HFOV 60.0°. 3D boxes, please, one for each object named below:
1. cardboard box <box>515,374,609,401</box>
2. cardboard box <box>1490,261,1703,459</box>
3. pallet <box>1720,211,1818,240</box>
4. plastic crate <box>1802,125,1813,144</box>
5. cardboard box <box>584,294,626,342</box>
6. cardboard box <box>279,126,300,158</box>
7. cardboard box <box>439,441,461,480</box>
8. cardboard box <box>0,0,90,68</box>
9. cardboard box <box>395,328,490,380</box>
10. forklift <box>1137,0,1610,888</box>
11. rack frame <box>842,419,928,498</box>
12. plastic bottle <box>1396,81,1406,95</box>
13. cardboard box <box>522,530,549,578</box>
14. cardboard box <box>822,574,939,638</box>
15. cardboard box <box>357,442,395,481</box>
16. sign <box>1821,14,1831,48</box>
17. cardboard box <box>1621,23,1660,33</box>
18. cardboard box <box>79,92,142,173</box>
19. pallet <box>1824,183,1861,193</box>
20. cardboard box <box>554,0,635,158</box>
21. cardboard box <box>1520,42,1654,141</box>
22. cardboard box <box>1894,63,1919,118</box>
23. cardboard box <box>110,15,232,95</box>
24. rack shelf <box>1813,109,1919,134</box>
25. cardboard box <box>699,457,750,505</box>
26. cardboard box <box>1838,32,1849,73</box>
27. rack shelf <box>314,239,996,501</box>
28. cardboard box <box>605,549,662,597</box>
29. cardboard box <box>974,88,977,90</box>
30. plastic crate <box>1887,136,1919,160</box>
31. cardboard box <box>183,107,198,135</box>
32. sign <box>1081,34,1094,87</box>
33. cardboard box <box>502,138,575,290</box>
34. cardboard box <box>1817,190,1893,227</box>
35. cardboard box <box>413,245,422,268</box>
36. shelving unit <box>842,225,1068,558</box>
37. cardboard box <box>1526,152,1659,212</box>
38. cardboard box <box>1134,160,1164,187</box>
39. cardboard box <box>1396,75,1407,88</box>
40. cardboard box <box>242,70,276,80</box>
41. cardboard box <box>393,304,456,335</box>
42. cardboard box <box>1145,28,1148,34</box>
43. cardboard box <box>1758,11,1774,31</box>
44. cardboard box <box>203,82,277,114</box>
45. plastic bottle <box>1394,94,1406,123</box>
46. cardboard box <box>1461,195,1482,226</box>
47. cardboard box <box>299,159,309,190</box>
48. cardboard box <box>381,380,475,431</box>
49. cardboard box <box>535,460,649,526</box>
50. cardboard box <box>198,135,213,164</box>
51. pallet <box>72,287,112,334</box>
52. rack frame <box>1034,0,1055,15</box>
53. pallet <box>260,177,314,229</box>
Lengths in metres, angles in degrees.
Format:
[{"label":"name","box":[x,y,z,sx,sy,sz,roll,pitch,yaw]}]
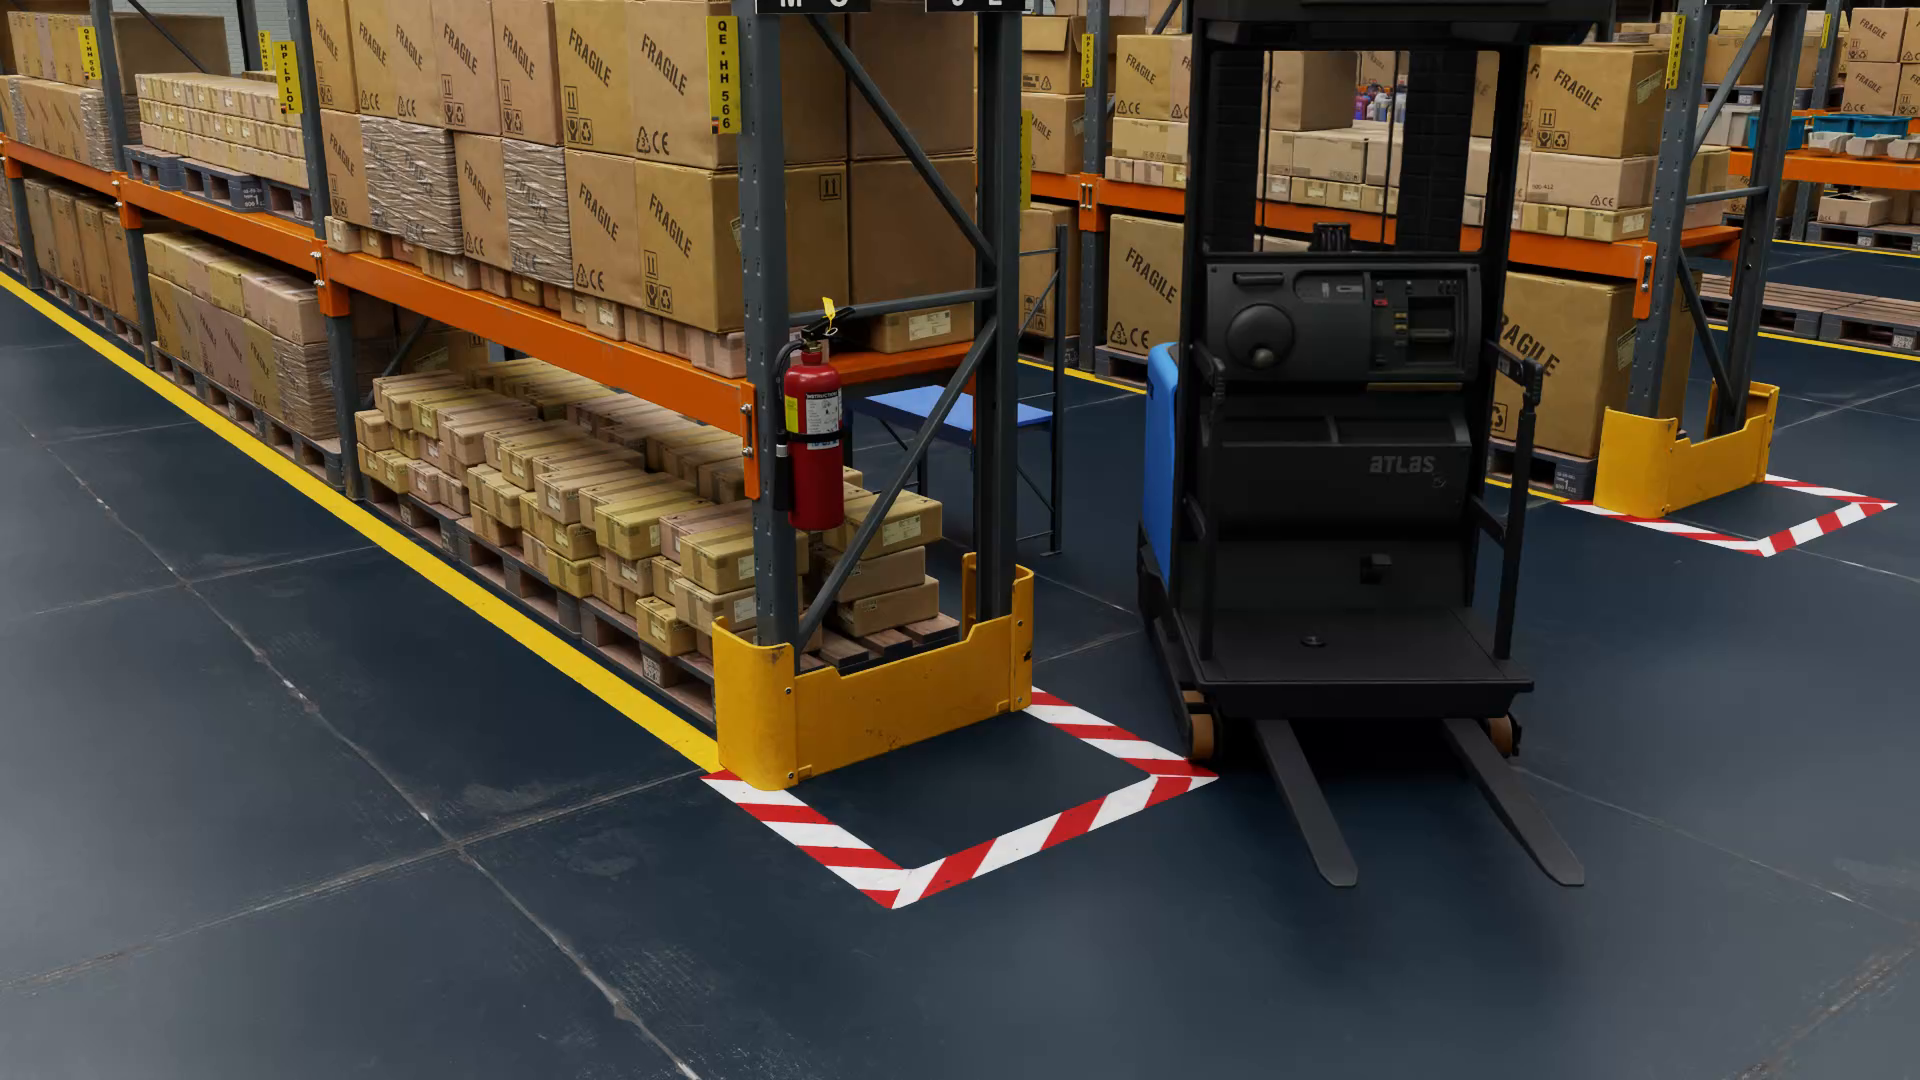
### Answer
[{"label":"cardboard box","box":[-1.938,-0.699,8.122,0.380,0.149,0.250,-14,23,-37]},{"label":"cardboard box","box":[3.261,-1.013,8.862,0.875,0.875,0.875,-14,23,-36]},{"label":"pallet","box":[8.471,-3.467,17.999,1.003,0.211,1.213,-14,23,-36]},{"label":"plastic crate","box":[6.437,-3.165,12.974,0.293,0.136,0.466,-14,23,-36]},{"label":"cardboard box","box":[-1.123,-0.829,5.993,0.380,0.149,0.250,-13,22,-35]},{"label":"cardboard box","box":[-3.279,-2.068,8.595,0.380,0.149,0.250,-14,23,-36]},{"label":"cardboard box","box":[-2.166,-0.393,7.672,0.380,0.149,0.250,-15,24,-39]},{"label":"cardboard box","box":[-7.882,-4.375,14.348,0.875,0.550,0.550,-14,23,-36]},{"label":"cardboard box","box":[-2.964,-0.969,9.326,0.500,0.500,0.500,-13,22,-34]},{"label":"forklift","box":[1.305,-0.742,5.441,1.130,2.935,3.031,0,18,-1]},{"label":"rack frame","box":[-0.369,-0.858,8.068,0.500,1.500,0.032,-14,23,-36]},{"label":"plastic bottle","box":[4.196,-4.171,15.765,0.144,0.351,0.185,-14,23,-36]},{"label":"cardboard box","box":[-1.580,0.022,6.890,0.380,0.149,0.250,-13,23,-35]},{"label":"cardboard box","box":[-0.304,0.225,6.277,0.380,0.149,0.250,-13,23,-35]},{"label":"cardboard box","box":[-2.739,-0.416,8.215,0.380,0.149,0.250,-15,24,-38]},{"label":"sign","box":[8.573,-5.039,16.466,0.100,0.325,0.005,-14,23,-36]},{"label":"cardboard box","box":[9.735,-7.054,23.535,0.700,0.500,0.500,-17,25,-41]},{"label":"cardboard box","box":[-5.687,-2.814,11.431,0.500,0.500,0.500,-14,23,-36]},{"label":"pallet","box":[11.587,-4.719,21.777,1.003,0.211,1.213,-14,23,-36]},{"label":"cardboard box","box":[-1.023,-1.589,5.668,0.500,0.500,0.500,-15,23,-38]},{"label":"cardboard box","box":[3.325,-2.400,8.912,0.500,0.500,0.500,-15,23,-37]},{"label":"cardboard box","box":[9.429,-4.341,16.043,0.500,0.500,0.500,-13,23,-35]},{"label":"cardboard box","box":[-5.467,-3.343,11.437,0.700,0.500,0.500,-14,23,-36]},{"label":"rack shelf","box":[10.247,-3.764,15.602,1.077,0.370,4.000,-14,23,-36]},{"label":"cardboard box","box":[-0.829,-0.237,6.728,0.380,0.149,0.250,-15,24,-39]},{"label":"cardboard box","box":[11.459,-6.200,21.151,0.500,0.500,0.500,-13,22,-35]},{"label":"rack shelf","box":[-1.471,-0.888,6.918,1.077,0.370,4.000,-14,23,-36]},{"label":"cardboard box","box":[-1.105,0.074,6.262,0.380,0.149,0.250,-15,24,-38]},{"label":"cardboard box","box":[0.102,-3.026,12.070,0.500,0.500,0.500,-14,23,-37]},{"label":"plastic crate","box":[6.787,-2.790,11.840,0.396,0.136,0.243,-14,23,-36]},{"label":"cardboard box","box":[-4.405,-2.516,9.947,0.380,0.149,0.250,-14,23,-36]},{"label":"sign","box":[0.819,-3.070,10.645,0.100,0.325,0.005,-14,23,-36]},{"label":"cardboard box","box":[-1.348,-1.237,6.194,0.500,0.500,0.500,-14,23,-36]},{"label":"cardboard box","box":[9.097,-3.385,16.891,0.500,0.311,0.500,-14,23,-36]},{"label":"cardboard box","box":[-2.204,-1.297,7.407,0.380,0.149,0.250,-15,24,-38]},{"label":"shelving unit","box":[-0.053,-0.733,7.690,0.538,1.500,1.048,-14,23,-36]},{"label":"cardboard box","box":[3.212,-1.818,8.346,0.500,0.250,0.500,-14,23,-37]},{"label":"cardboard box","box":[1.324,-2.344,10.569,0.380,0.149,0.250,-15,23,-38]},{"label":"cardboard box","box":[5.686,-5.768,20.909,0.380,0.149,0.250,-12,22,-32]},{"label":"cardboard box","box":[-4.533,-3.039,11.055,0.380,0.149,0.250,-15,24,-38]},{"label":"cardboard box","box":[-2.965,-1.325,9.208,0.500,0.250,0.500,-15,24,-38]},{"label":"cardboard box","box":[2.747,-7.328,24.031,0.380,0.149,0.250,-13,22,-34]},{"label":"cardboard box","box":[10.817,-6.811,21.804,0.500,0.250,0.500,-14,23,-37]},{"label":"cardboard box","box":[-4.092,-2.533,9.526,0.380,0.149,0.250,-14,23,-37]},{"label":"plastic bottle","box":[3.999,-3.855,14.930,0.152,0.276,0.135,-14,23,-36]},{"label":"cardboard box","box":[2.770,-1.772,8.842,0.380,0.149,0.250,-13,23,-35]},{"label":"cardboard box","box":[-3.115,-1.862,8.445,0.380,0.149,0.250,-15,23,-37]},{"label":"cardboard box","box":[-2.537,-0.646,7.963,0.380,0.149,0.250,-13,22,-33]},{"label":"cardboard box","box":[-1.450,-0.190,6.585,0.380,0.149,0.250,-13,22,-34]},{"label":"cardboard box","box":[-4.252,-2.312,9.806,0.380,0.149,0.250,-14,23,-35]},{"label":"pallet","box":[-6.380,-1.894,13.246,1.003,0.211,1.213,-14,23,-36]},{"label":"rack frame","box":[1.555,-7.555,25.907,1.000,3.000,0.127,-14,23,-36]},{"label":"pallet","box":[-3.073,-1.848,8.978,1.003,0.211,1.213,-14,23,-36]}]
